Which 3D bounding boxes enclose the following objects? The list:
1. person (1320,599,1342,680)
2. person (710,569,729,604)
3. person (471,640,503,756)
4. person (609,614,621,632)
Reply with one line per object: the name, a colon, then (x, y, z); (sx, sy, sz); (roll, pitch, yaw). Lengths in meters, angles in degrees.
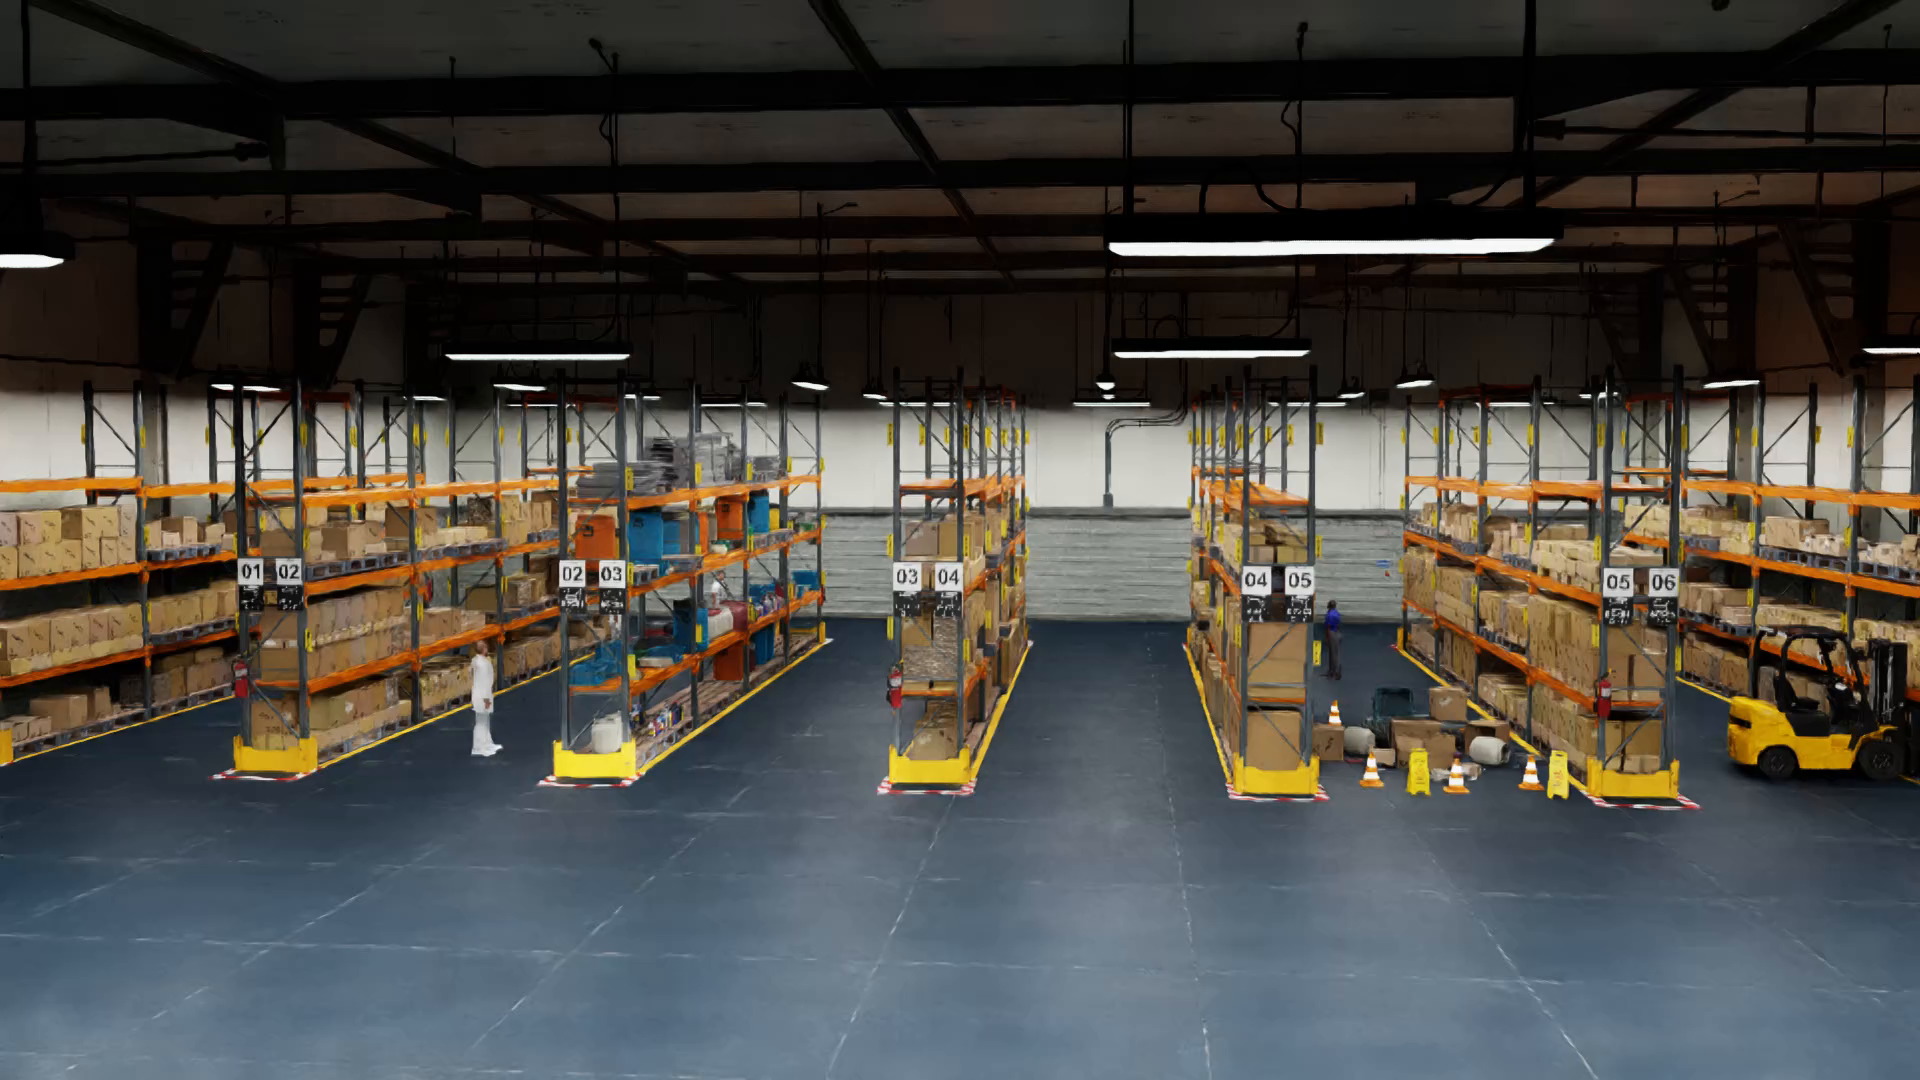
person: (7.653, 2.038, 34.293); (0.534, 1.642, 0.573); (2, 4, 34)
person: (-5.920, 1.584, 40.871); (0.515, 1.750, 0.646); (1, 4, 17)
person: (-7.466, 2.468, 26.192); (0.505, 1.788, 0.640); (-2, 4, -24)
person: (-7.561, 1.809, 36.725); (0.392, 1.785, 0.662); (-1, 4, -9)
